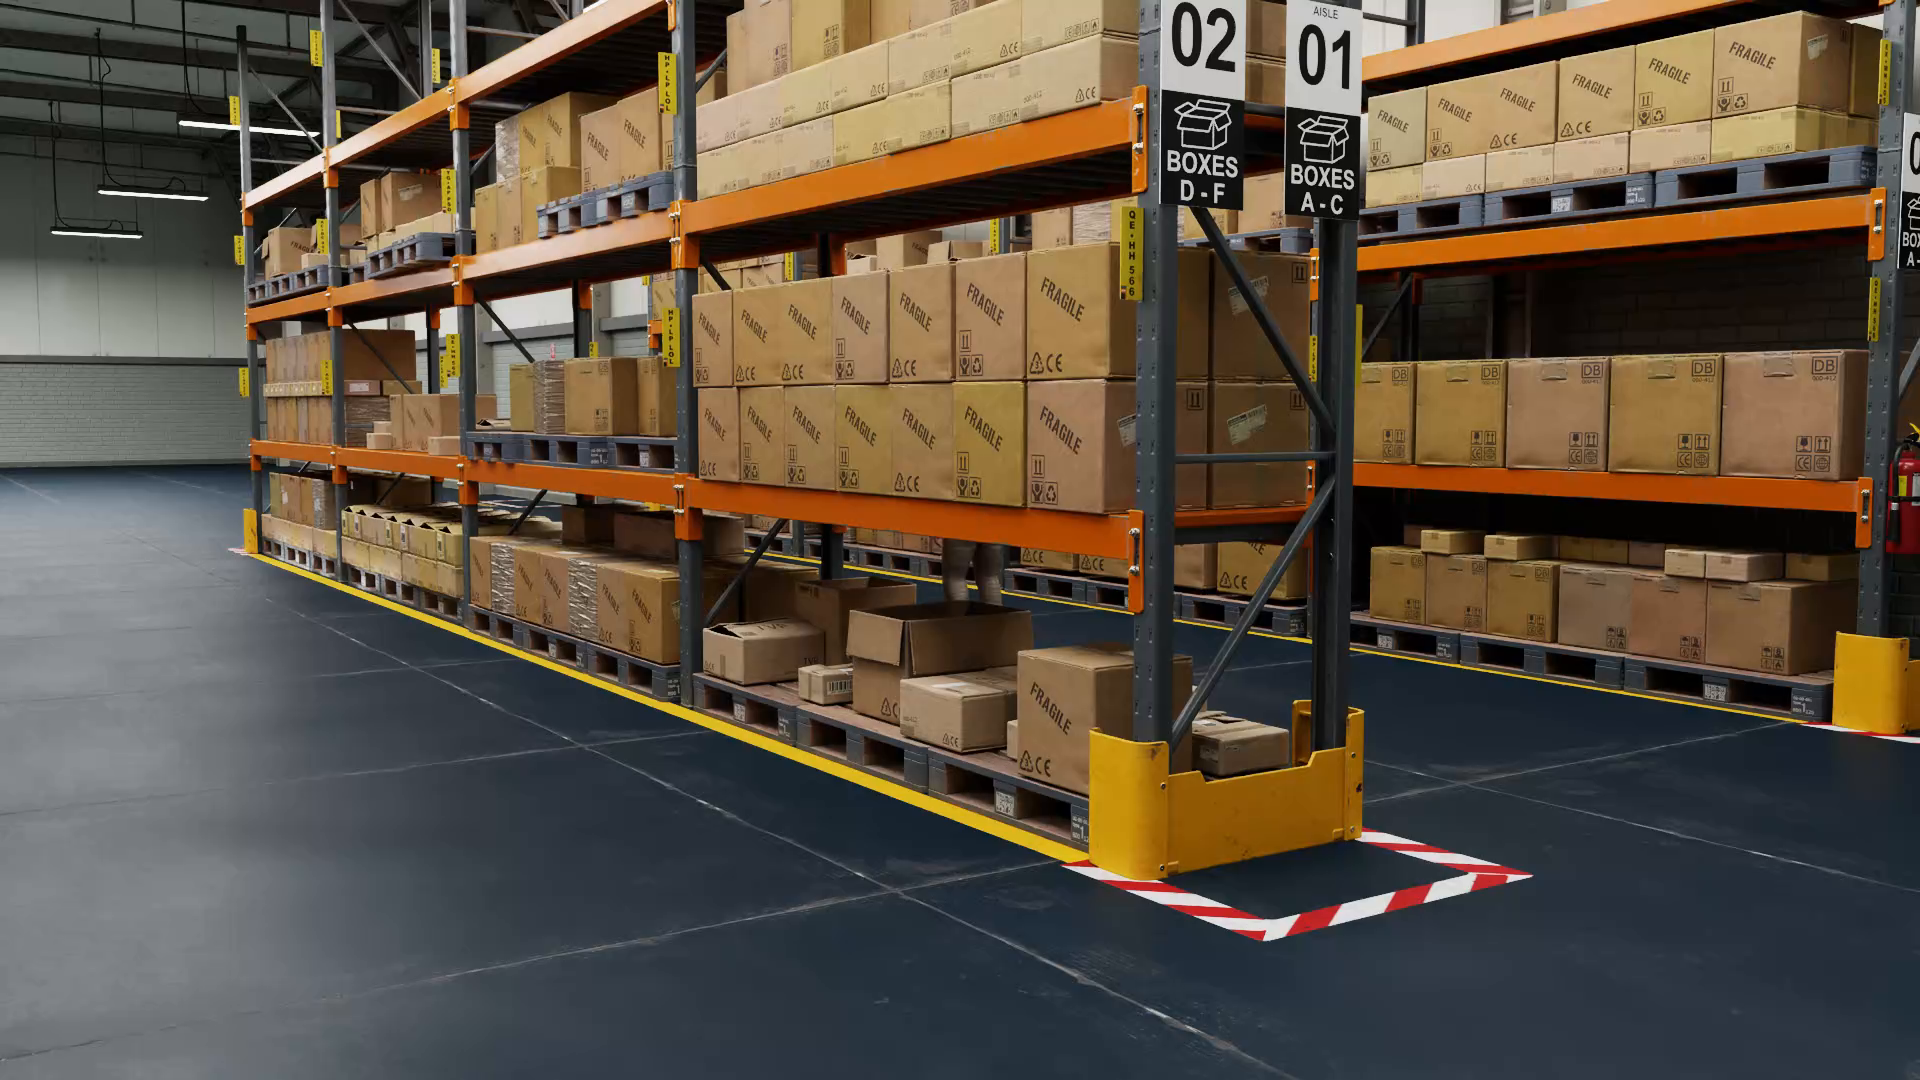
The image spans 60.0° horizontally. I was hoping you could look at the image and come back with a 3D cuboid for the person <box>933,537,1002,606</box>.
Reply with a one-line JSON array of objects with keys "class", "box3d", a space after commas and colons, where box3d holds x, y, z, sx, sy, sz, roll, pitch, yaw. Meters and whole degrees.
[{"class": "person", "box3d": [0.072, -0.100, 11.635, 0.587, 1.727, 0.394, -3, 6, -33]}]
